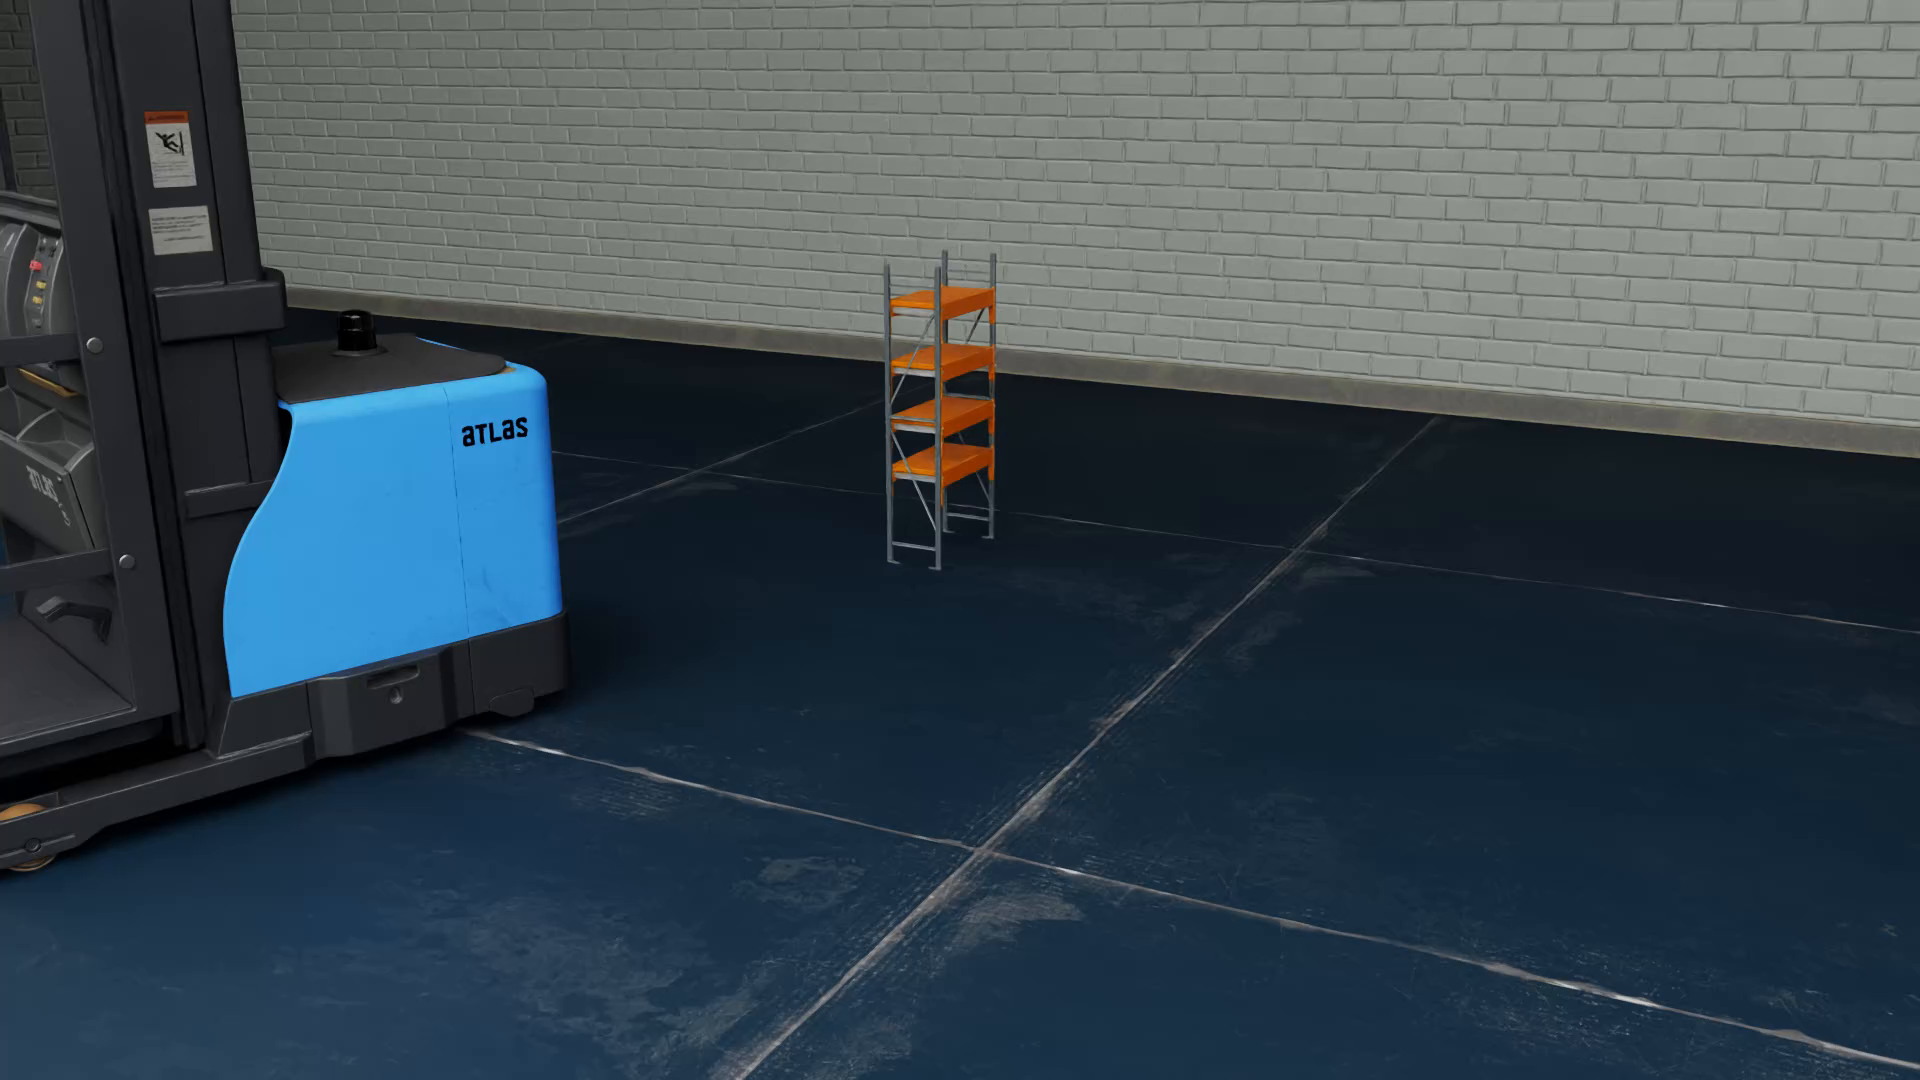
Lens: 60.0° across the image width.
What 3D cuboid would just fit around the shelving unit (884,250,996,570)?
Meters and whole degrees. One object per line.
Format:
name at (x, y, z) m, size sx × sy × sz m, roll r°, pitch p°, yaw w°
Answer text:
shelving unit at (-0.074, -0.533, 6.712) m, size 0.258 × 1.200 × 0.503 m, roll 8°, pitch 18°, yaw 25°

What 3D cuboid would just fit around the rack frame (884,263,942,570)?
rack frame at (-0.183, -0.471, 6.502) m, size 0.240 × 1.200 × 0.015 m, roll 8°, pitch 18°, yaw 25°

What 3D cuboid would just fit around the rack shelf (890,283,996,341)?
rack shelf at (-0.074, -0.910, 6.600) m, size 0.258 × 0.148 × 0.480 m, roll 8°, pitch 18°, yaw 25°

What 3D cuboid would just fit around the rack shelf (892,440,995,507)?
rack shelf at (-0.074, -0.278, 6.787) m, size 0.258 × 0.148 × 0.480 m, roll 8°, pitch 18°, yaw 25°

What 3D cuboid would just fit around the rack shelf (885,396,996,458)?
rack shelf at (-0.074, -0.469, 6.731) m, size 0.258 × 0.148 × 0.480 m, roll 8°, pitch 18°, yaw 25°

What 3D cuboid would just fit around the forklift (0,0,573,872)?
forklift at (-2.643, -0.696, 4.221) m, size 3.031 × 2.935 × 1.130 m, roll -15°, pitch 22°, yaw -41°

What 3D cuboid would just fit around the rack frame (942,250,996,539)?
rack frame at (0.035, -0.595, 6.921) m, size 0.240 × 1.200 × 0.015 m, roll 8°, pitch 18°, yaw 25°

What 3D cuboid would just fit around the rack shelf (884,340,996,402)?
rack shelf at (-0.074, -0.683, 6.667) m, size 0.258 × 0.148 × 0.480 m, roll 8°, pitch 18°, yaw 25°
